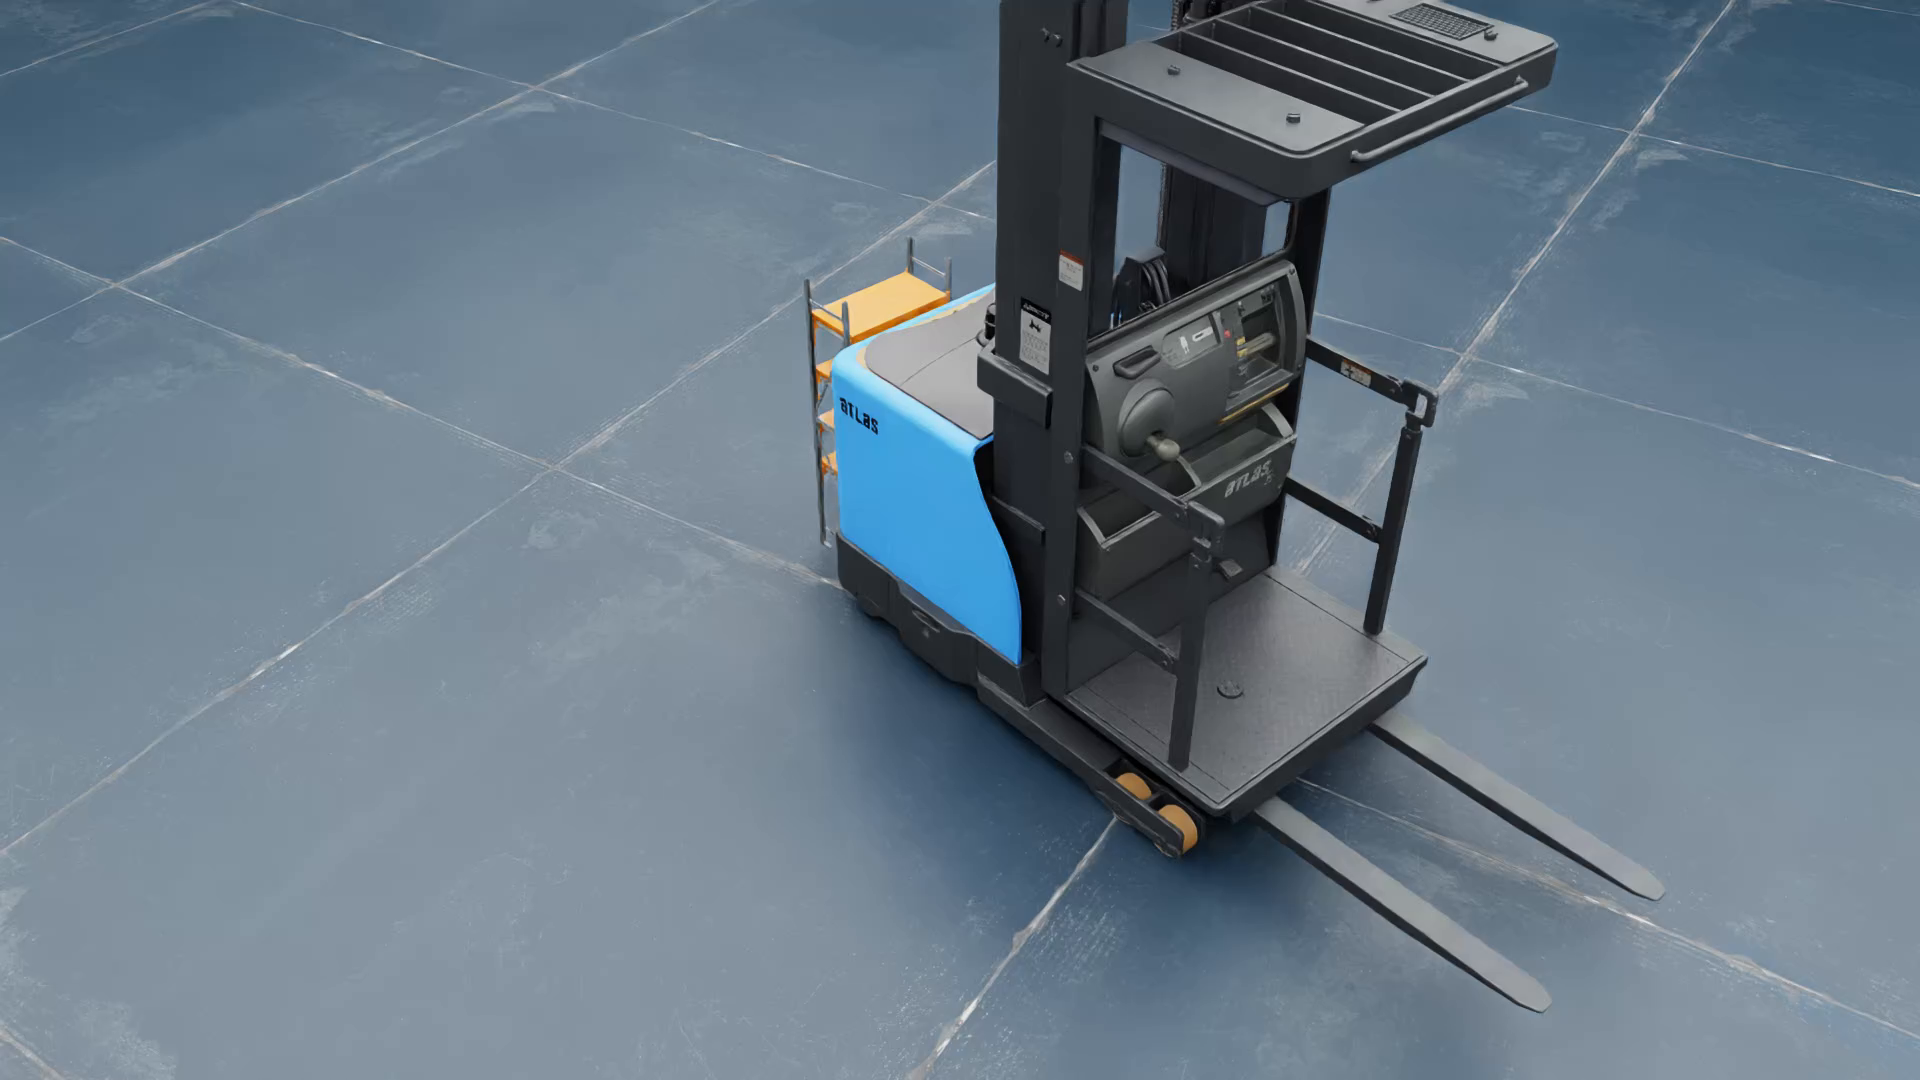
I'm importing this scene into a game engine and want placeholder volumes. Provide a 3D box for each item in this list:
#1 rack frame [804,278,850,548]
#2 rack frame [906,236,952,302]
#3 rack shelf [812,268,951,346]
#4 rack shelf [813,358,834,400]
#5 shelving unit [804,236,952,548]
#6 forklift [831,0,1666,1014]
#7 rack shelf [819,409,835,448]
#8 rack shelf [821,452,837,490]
[{"bbox_3d":[-0.480,-0.415,6.306,0.015,1.200,0.240,-29,46,-32],"label":"rack frame"},{"bbox_3d":[-0.117,-0.614,6.564,0.015,1.200,0.240,-29,46,-32],"label":"rack frame"},{"bbox_3d":[-0.298,-0.826,6.195,0.480,0.148,0.258,-29,46,-32],"label":"rack shelf"},{"bbox_3d":[-0.298,-0.639,6.340,0.480,0.148,0.258,-29,46,-32],"label":"rack shelf"},{"bbox_3d":[-0.298,-0.515,6.435,0.503,1.200,0.258,-29,46,-32],"label":"shelving unit"},{"bbox_3d":[0.881,-0.485,4.978,1.130,2.935,3.031,-28,46,-32],"label":"forklift"},{"bbox_3d":[-0.298,-0.462,6.476,0.480,0.148,0.258,-29,46,-32],"label":"rack shelf"},{"bbox_3d":[-0.298,-0.304,6.597,0.480,0.148,0.258,-29,46,-32],"label":"rack shelf"}]
